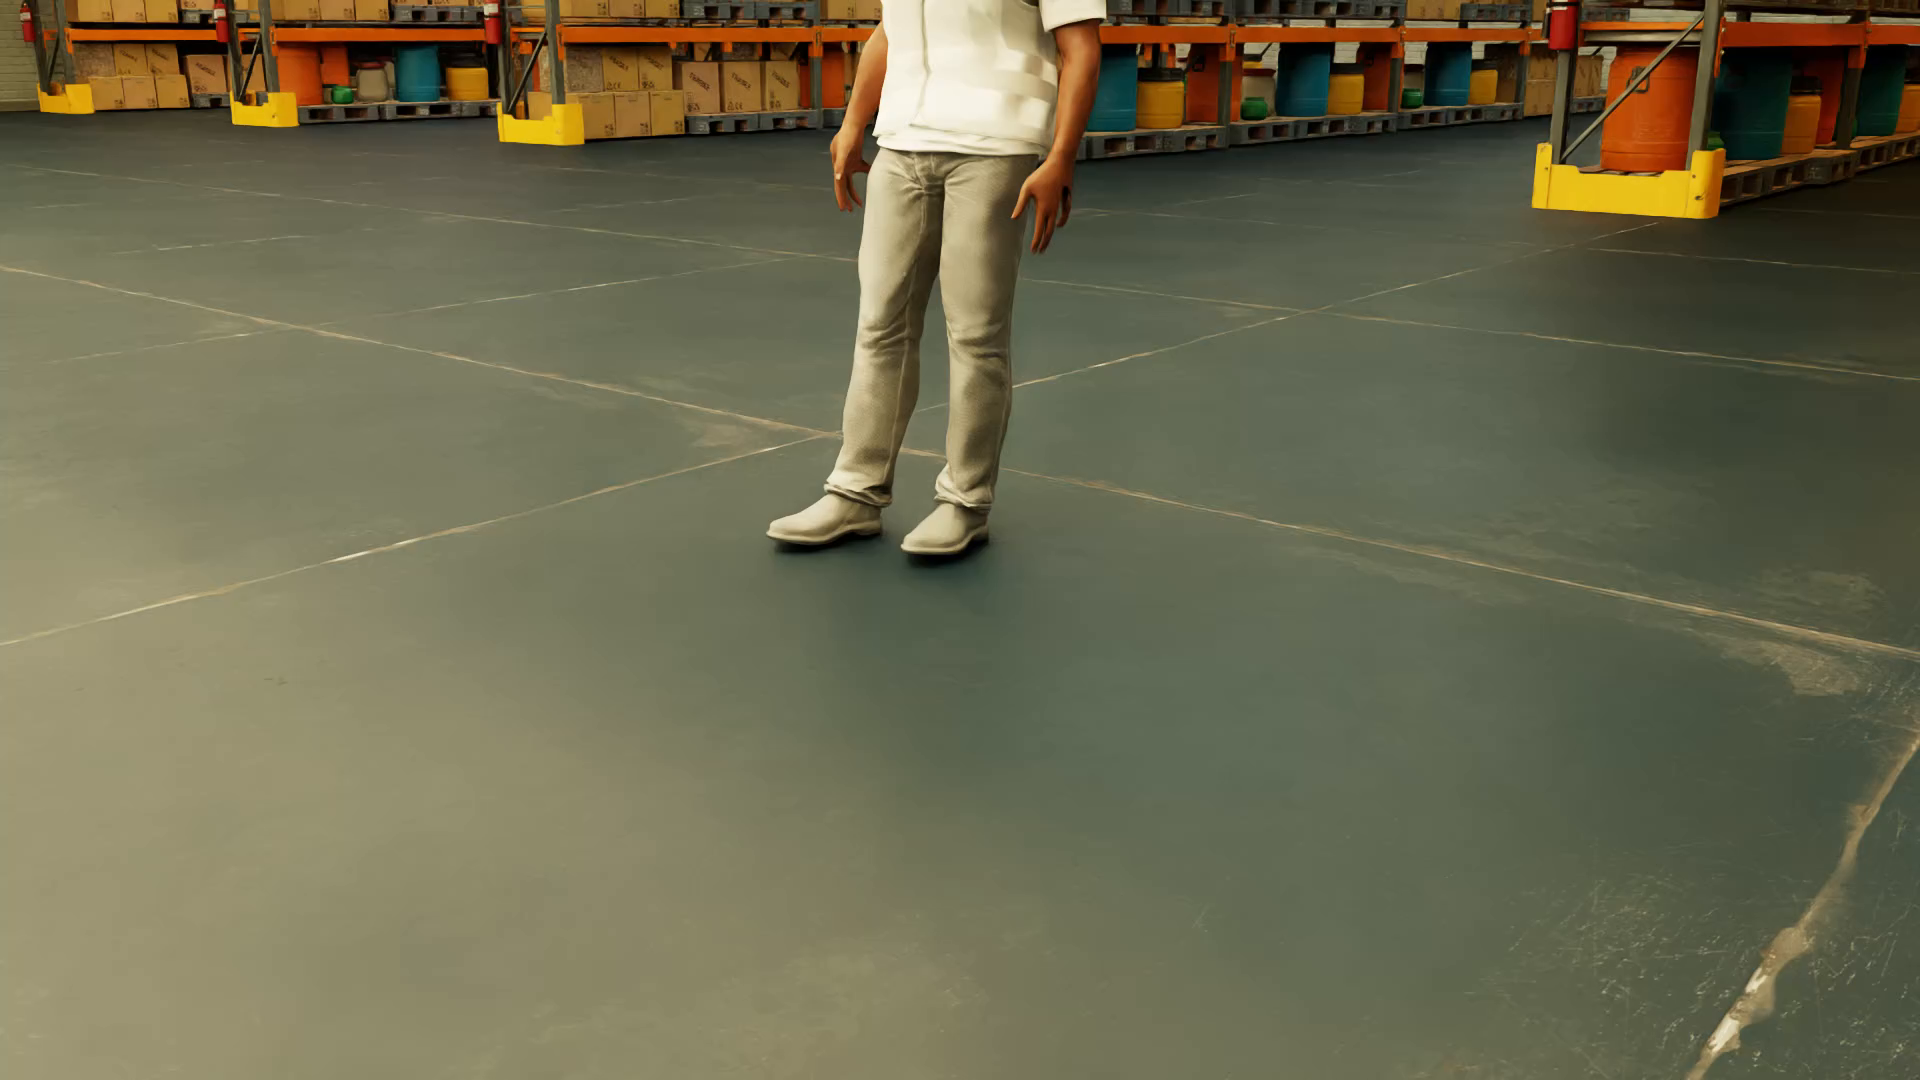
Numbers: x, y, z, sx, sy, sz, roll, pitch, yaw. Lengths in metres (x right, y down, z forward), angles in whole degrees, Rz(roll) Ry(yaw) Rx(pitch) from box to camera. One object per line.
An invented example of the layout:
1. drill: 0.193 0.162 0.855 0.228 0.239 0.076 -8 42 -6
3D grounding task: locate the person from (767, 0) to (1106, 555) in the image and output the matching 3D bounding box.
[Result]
1. person: -0.049 -0.838 3.636 0.666 1.765 0.577 13 21 37
